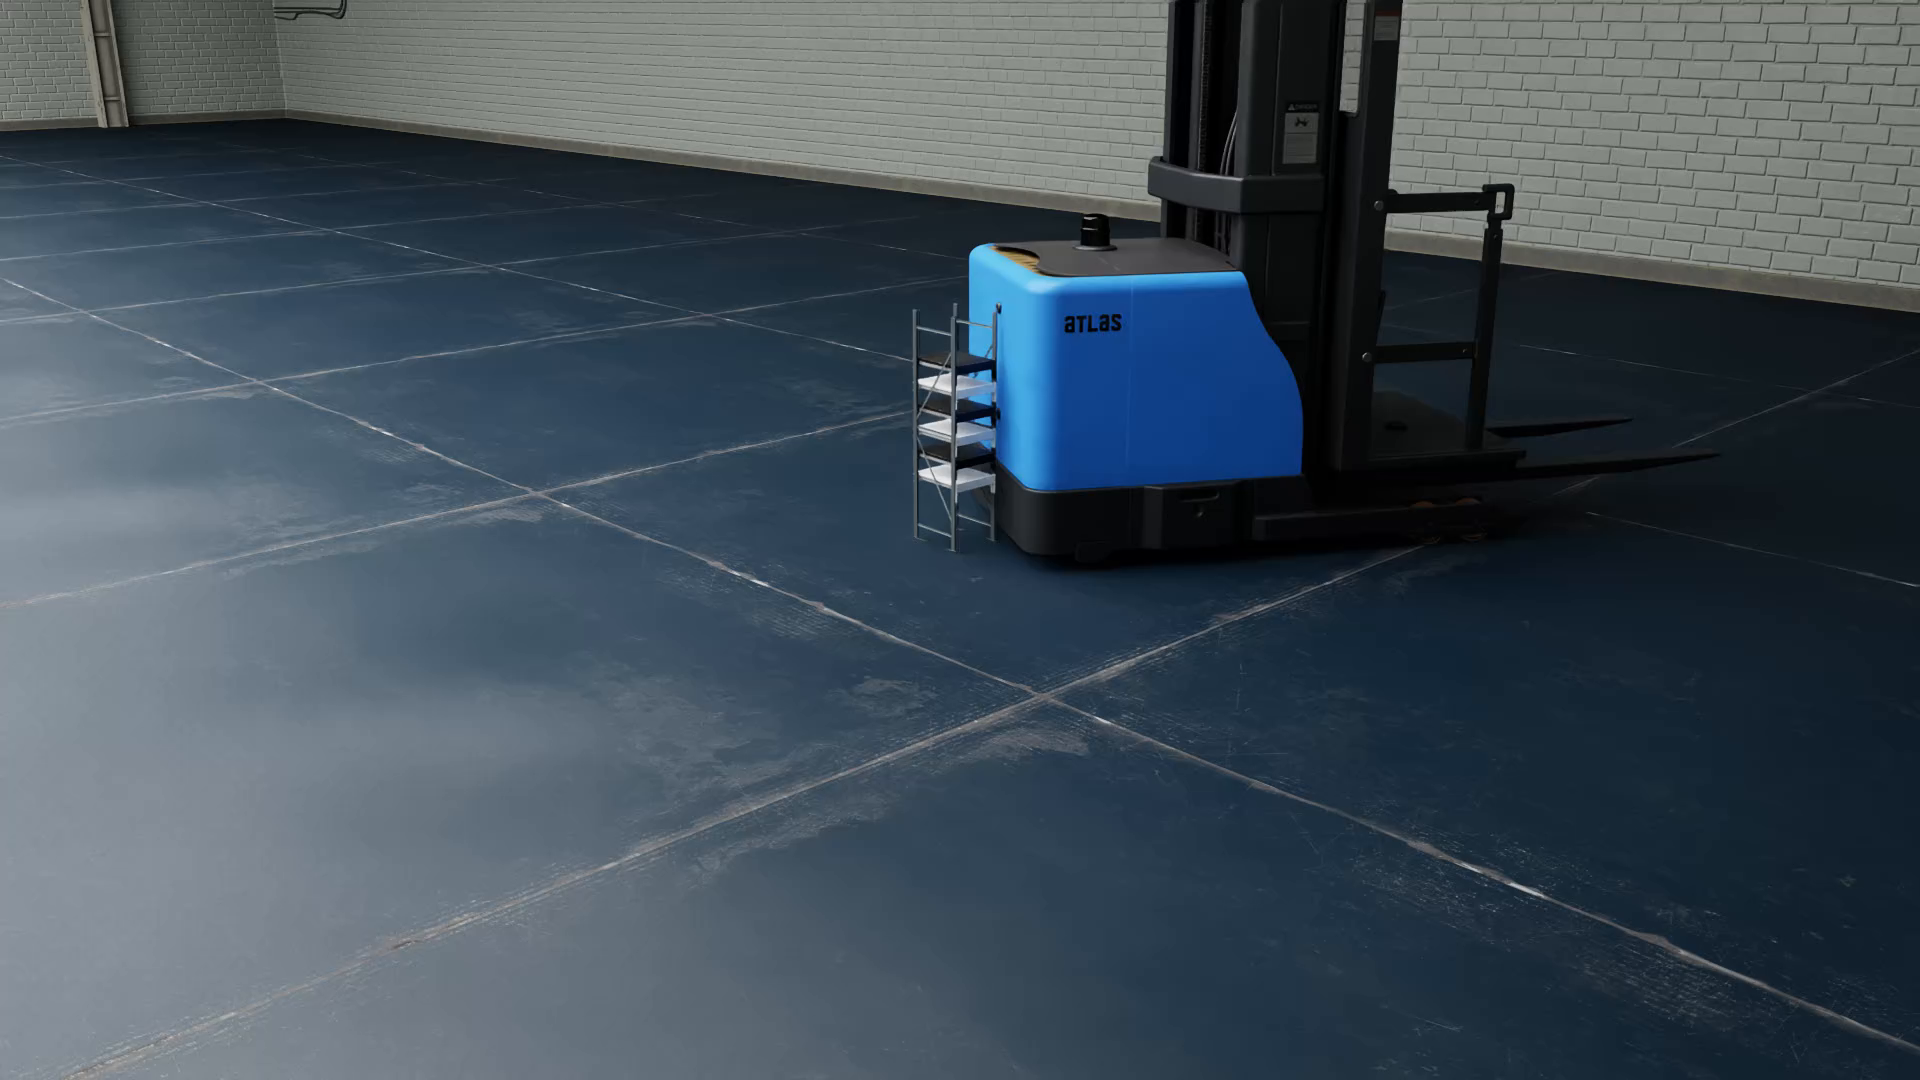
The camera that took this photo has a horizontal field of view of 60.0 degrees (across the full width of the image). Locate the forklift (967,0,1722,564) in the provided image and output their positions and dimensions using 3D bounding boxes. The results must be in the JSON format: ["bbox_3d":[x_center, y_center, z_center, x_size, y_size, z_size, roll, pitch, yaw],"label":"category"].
[{"bbox_3d":[1.597,-1.529,6.448,3.031,2.935,1.130,-4,18,-13],"label":"forklift"}]

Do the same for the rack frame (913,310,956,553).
[{"bbox_3d":[-0.096,-0.406,6.277,0.006,0.900,0.240,-15,24,-39],"label":"rack frame"}]

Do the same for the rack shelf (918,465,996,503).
[{"bbox_3d":[-0.021,-0.224,6.408,0.200,0.077,0.258,-15,24,-39],"label":"rack shelf"}]

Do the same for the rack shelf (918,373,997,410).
[{"bbox_3d":[-0.020,-0.566,6.296,0.200,0.077,0.258,-15,24,-39],"label":"rack shelf"}]

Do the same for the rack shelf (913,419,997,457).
[{"bbox_3d":[-0.020,-0.395,6.352,0.200,0.077,0.258,-15,24,-39],"label":"rack shelf"}]

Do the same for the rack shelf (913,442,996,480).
[{"bbox_3d":[-0.020,-0.310,6.380,0.200,0.077,0.258,-15,24,-39],"label":"rack shelf"}]

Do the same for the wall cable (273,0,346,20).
[{"bbox_3d":[-11.114,-10.053,27.935,0.112,2.526,3.097,-16,24,-41],"label":"wall cable"}]

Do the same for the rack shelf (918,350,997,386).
[{"bbox_3d":[-0.020,-0.652,6.268,0.200,0.077,0.258,-15,24,-39],"label":"rack shelf"}]

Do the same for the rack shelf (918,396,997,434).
[{"bbox_3d":[-0.020,-0.481,6.324,0.200,0.077,0.258,-15,24,-39],"label":"rack shelf"}]

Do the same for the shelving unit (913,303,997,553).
[{"bbox_3d":[-0.020,-0.427,6.341,0.210,0.900,0.258,-15,24,-39],"label":"shelving unit"}]

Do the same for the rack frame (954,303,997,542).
[{"bbox_3d":[0.056,-0.448,6.405,0.006,0.900,0.240,-15,24,-39],"label":"rack frame"}]

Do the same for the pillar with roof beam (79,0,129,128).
[{"bbox_3d":[-11.205,-10.237,23.469,0.400,9.000,9.100,-16,24,-41],"label":"pillar with roof beam"}]
